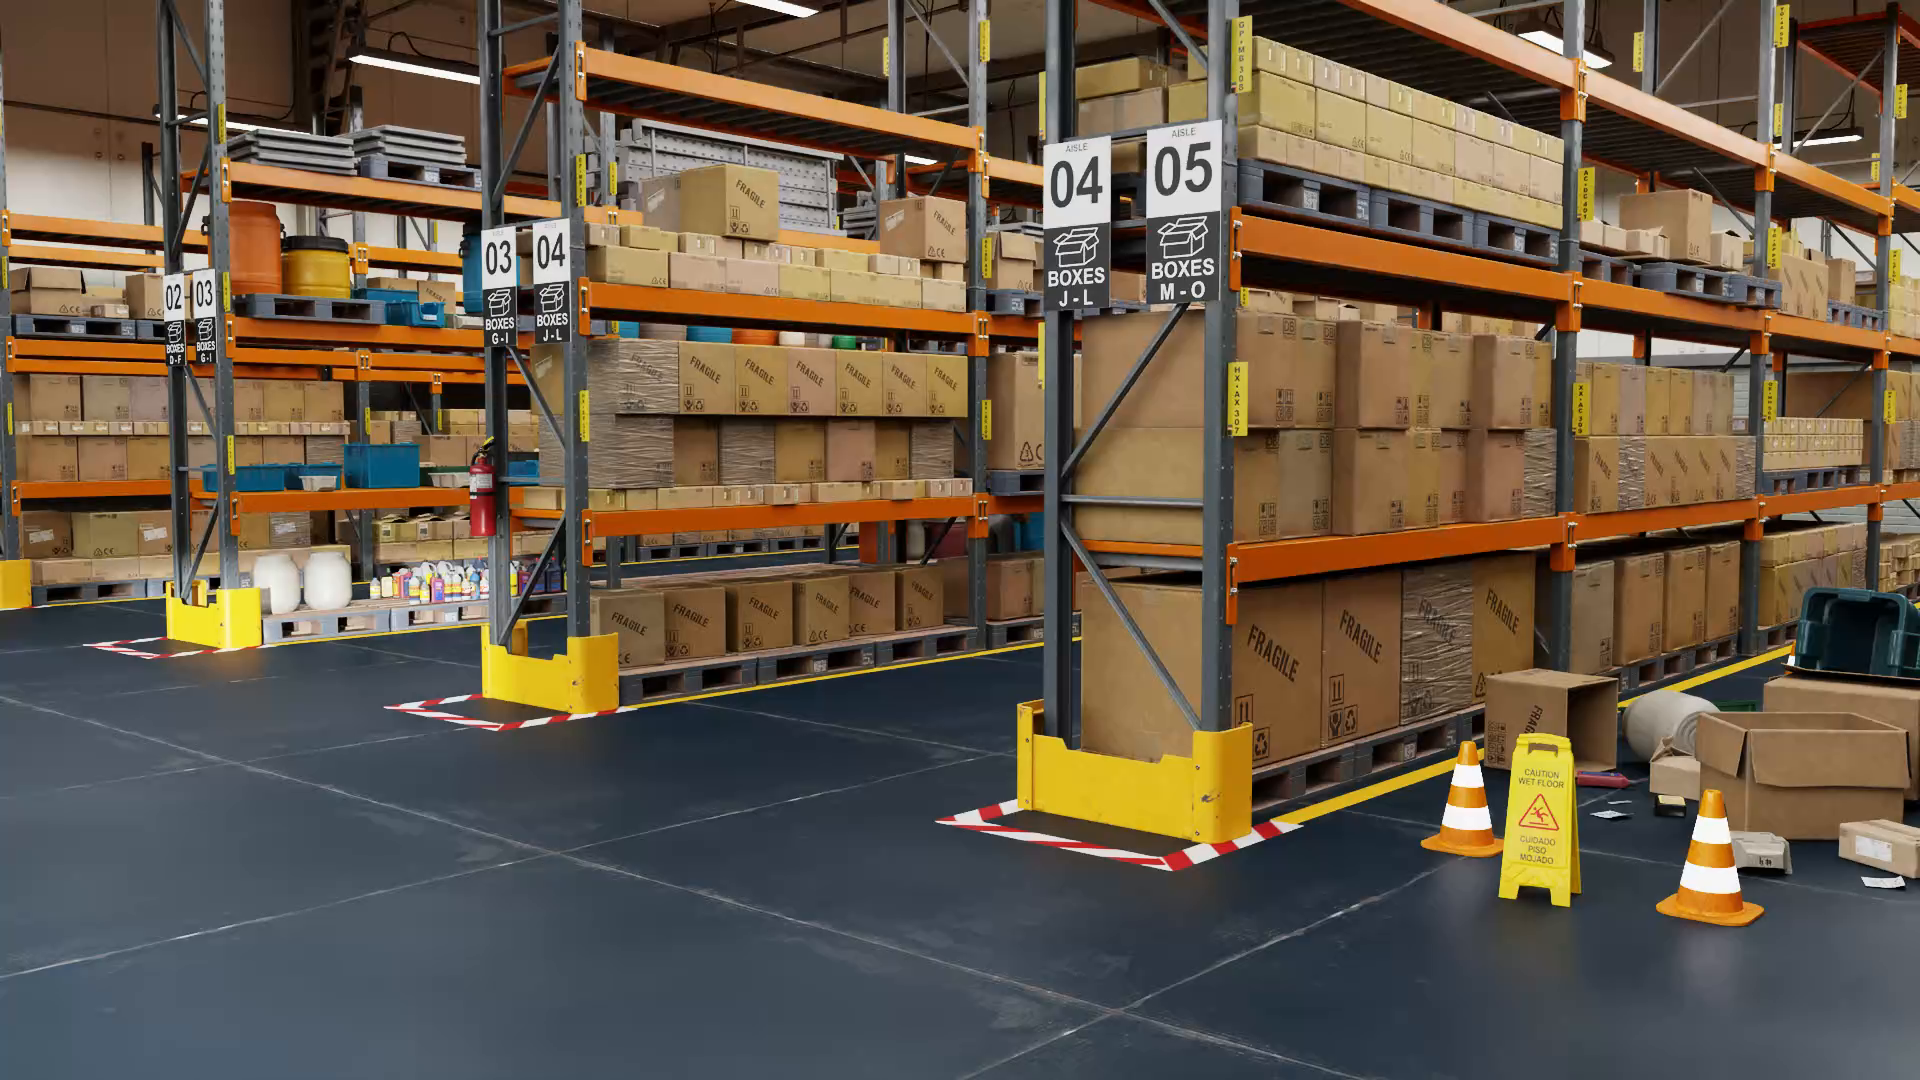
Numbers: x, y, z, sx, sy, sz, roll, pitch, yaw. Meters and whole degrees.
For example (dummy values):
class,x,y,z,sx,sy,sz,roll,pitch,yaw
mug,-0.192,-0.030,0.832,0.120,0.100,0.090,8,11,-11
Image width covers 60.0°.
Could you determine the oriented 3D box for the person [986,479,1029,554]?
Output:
class,x,y,z,sx,sy,sz,roll,pitch,yaw
person,0.465,-0.181,17.877,0.451,1.577,0.520,3,5,42
